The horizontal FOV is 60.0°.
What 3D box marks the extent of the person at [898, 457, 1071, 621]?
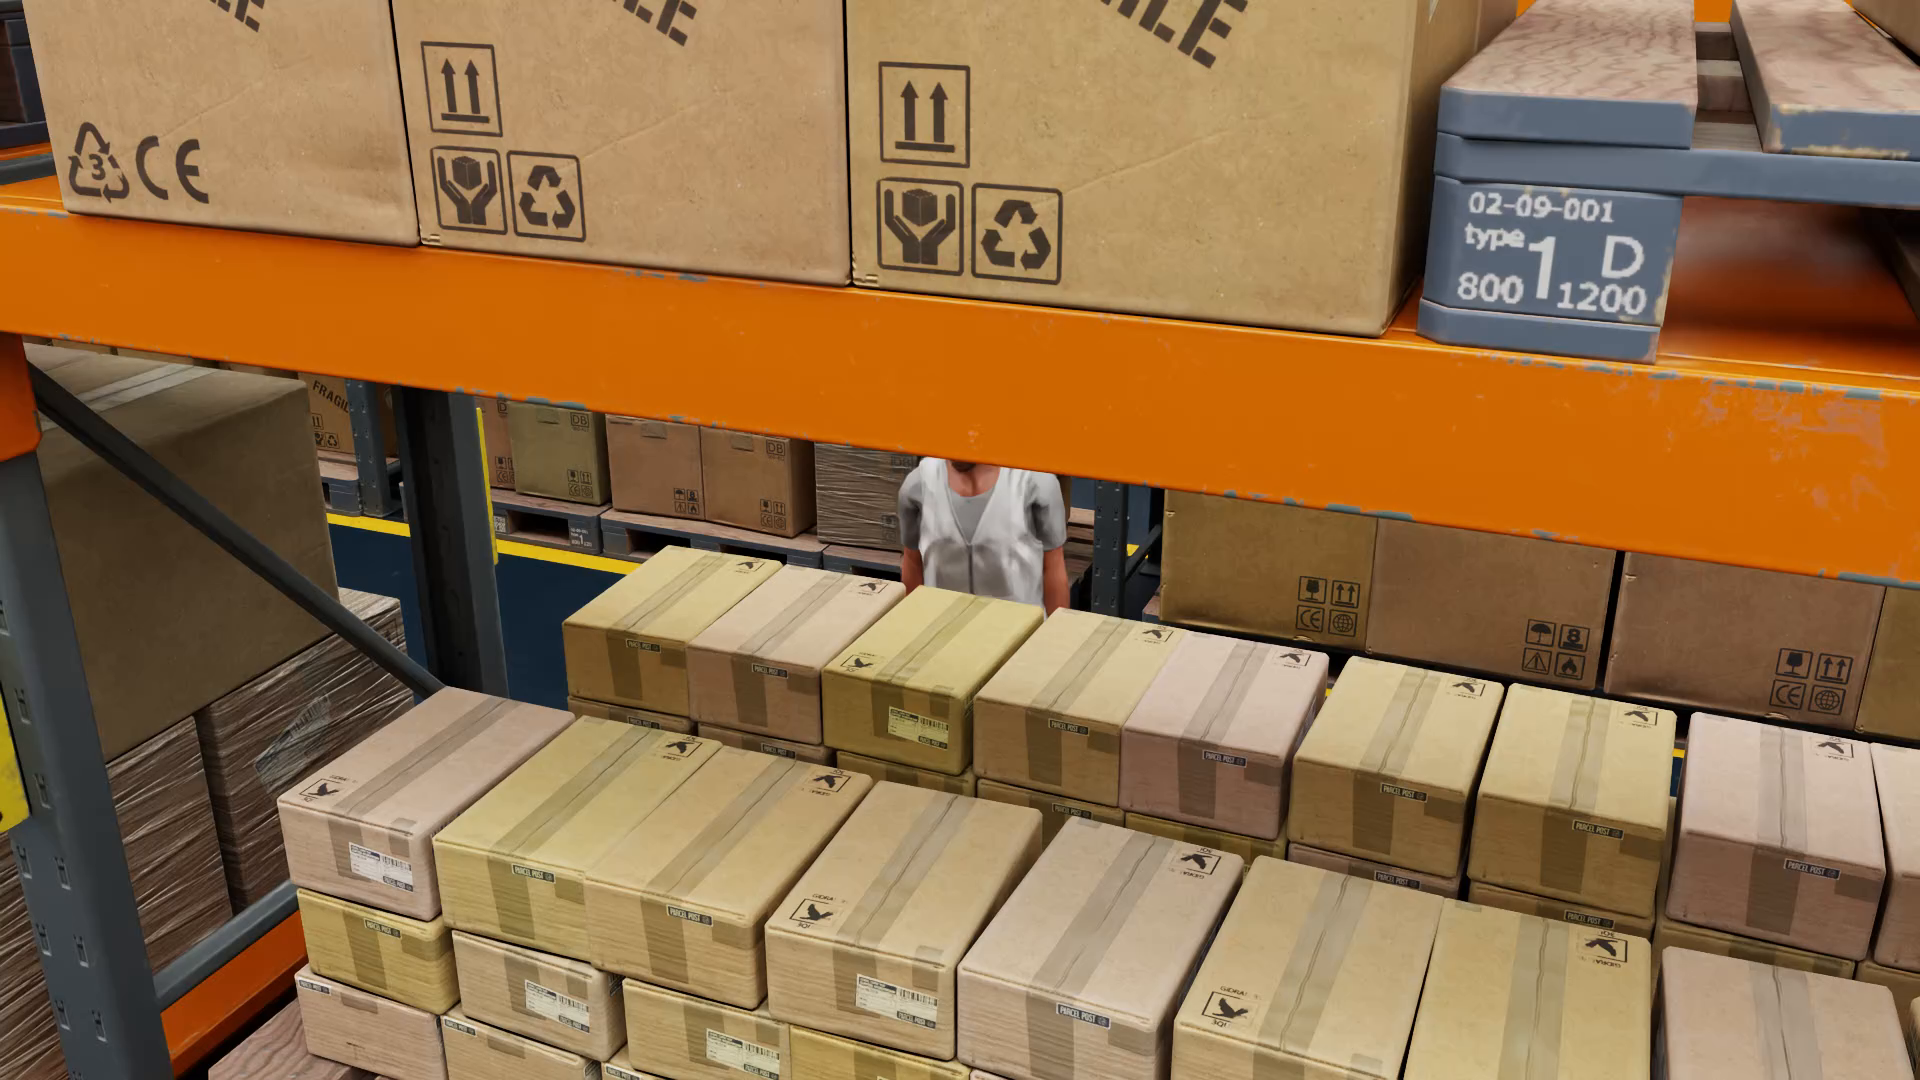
[{"bbox_3d":[0.068,0.358,5.139,0.584,1.782,0.646,5,23,11],"label":"person"}]
